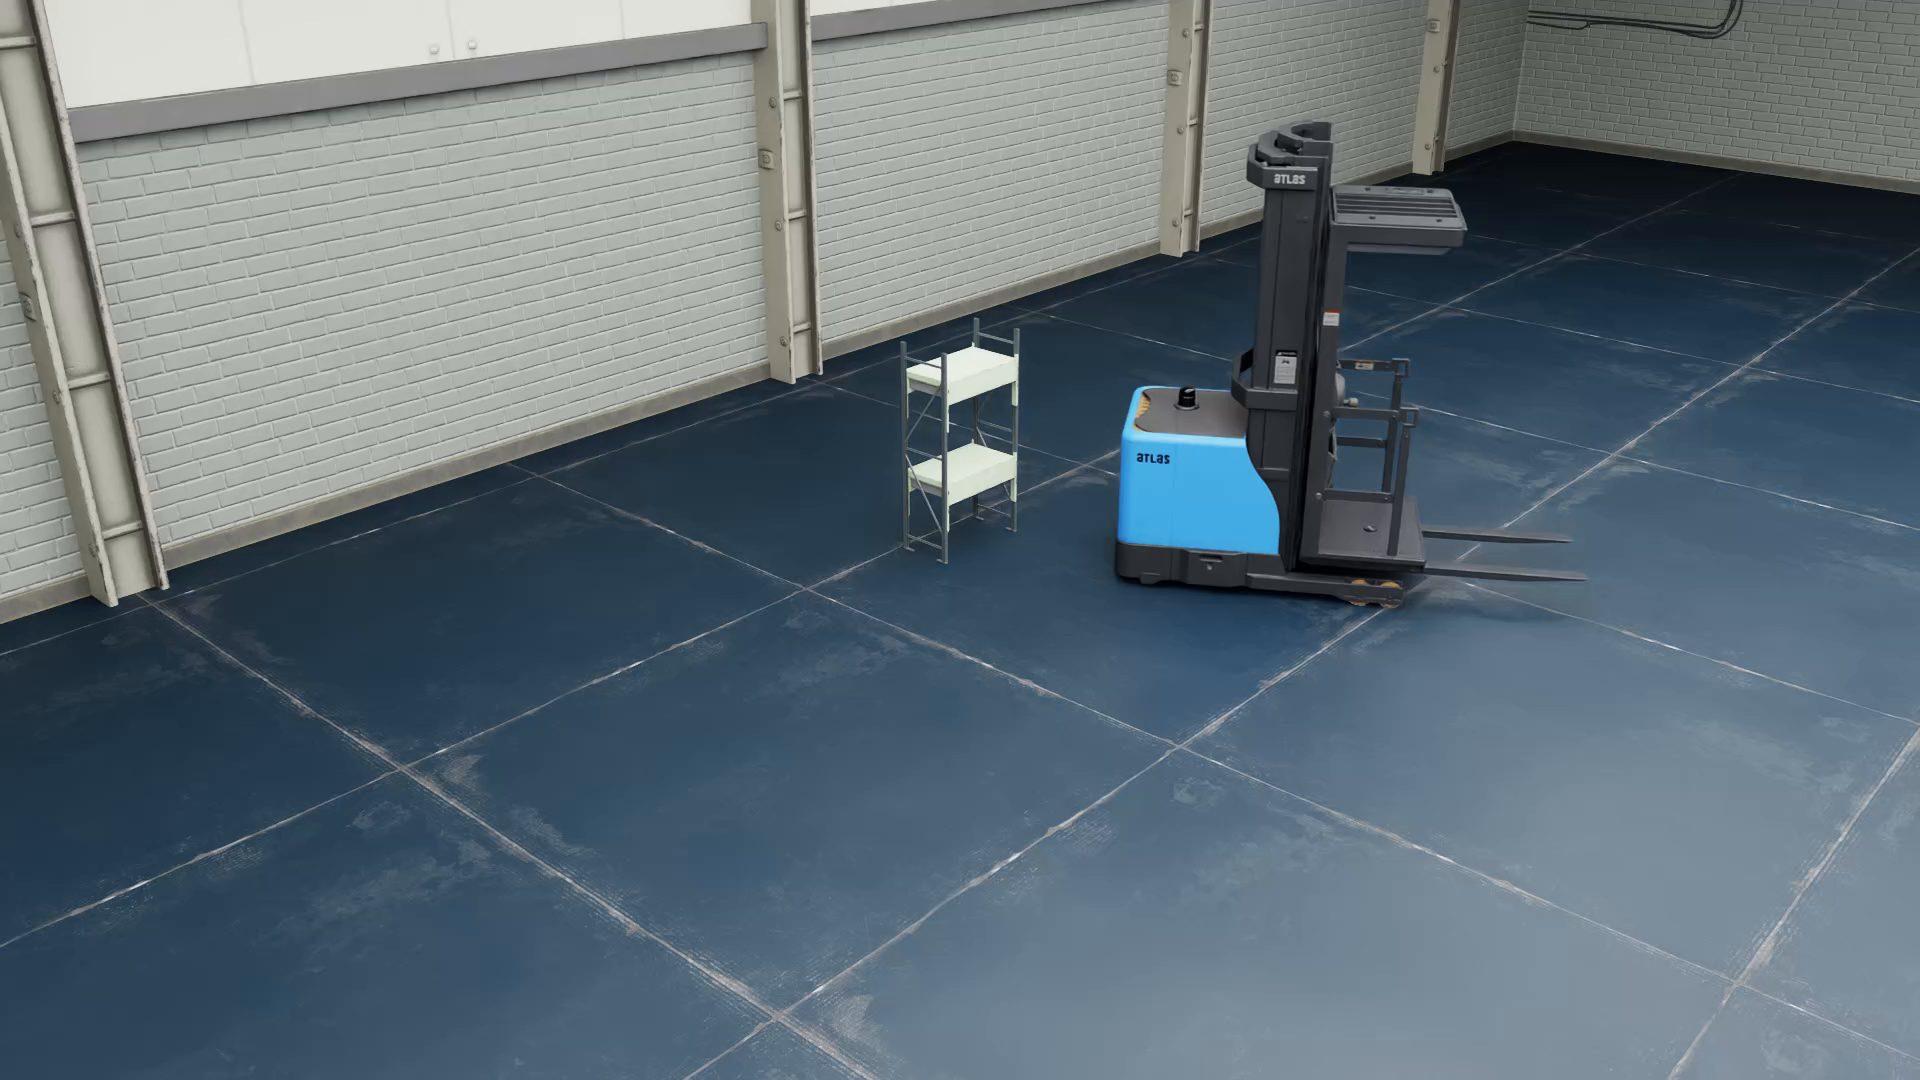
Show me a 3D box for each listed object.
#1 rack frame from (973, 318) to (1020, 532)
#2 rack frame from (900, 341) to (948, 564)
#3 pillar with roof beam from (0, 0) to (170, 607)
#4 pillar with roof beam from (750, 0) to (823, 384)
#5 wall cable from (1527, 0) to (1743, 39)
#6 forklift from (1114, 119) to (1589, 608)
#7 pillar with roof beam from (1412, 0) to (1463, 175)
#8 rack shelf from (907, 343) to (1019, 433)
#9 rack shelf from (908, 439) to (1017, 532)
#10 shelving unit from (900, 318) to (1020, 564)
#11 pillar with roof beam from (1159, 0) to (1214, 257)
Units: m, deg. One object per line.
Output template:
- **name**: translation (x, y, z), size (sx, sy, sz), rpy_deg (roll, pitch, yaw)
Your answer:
- **rack frame**: translation (0.249, -0.798, 11.696), size (0.400, 1.500, 0.023), rpy_deg (20, 31, 38)
- **rack frame**: translation (-0.240, -0.575, 11.199), size (0.400, 1.500, 0.023), rpy_deg (20, 31, 38)
- **pillar with roof beam**: translation (-2.287, -2.597, 6.544), size (9.100, 9.000, 0.400), rpy_deg (20, 31, 38)
- **pillar with roof beam**: translation (1.718, -4.425, 10.621), size (9.100, 9.000, 0.400), rpy_deg (20, 31, 38)
- **wall cable**: translation (9.472, -8.377, 23.229), size (3.097, 2.526, 0.112), rpy_deg (20, 31, 38)
- **forklift**: translation (2.599, -1.131, 10.690), size (3.031, 2.935, 1.130), rpy_deg (4, 25, 10)
- **pillar with roof beam**: translation (9.727, -8.082, 18.775), size (9.100, 9.000, 0.400), rpy_deg (20, 31, 38)
- **rack shelf**: translation (0.004, -1.042, 11.288), size (0.431, 0.370, 0.720), rpy_deg (20, 31, 38)
- **rack shelf**: translation (0.004, -0.389, 11.581), size (0.431, 0.370, 0.720), rpy_deg (20, 31, 38)
- **shelving unit**: translation (0.004, -0.686, 11.448), size (0.431, 1.500, 0.755), rpy_deg (20, 31, 38)
- **pillar with roof beam**: translation (5.722, -6.253, 14.698), size (9.100, 9.000, 0.400), rpy_deg (20, 31, 38)
